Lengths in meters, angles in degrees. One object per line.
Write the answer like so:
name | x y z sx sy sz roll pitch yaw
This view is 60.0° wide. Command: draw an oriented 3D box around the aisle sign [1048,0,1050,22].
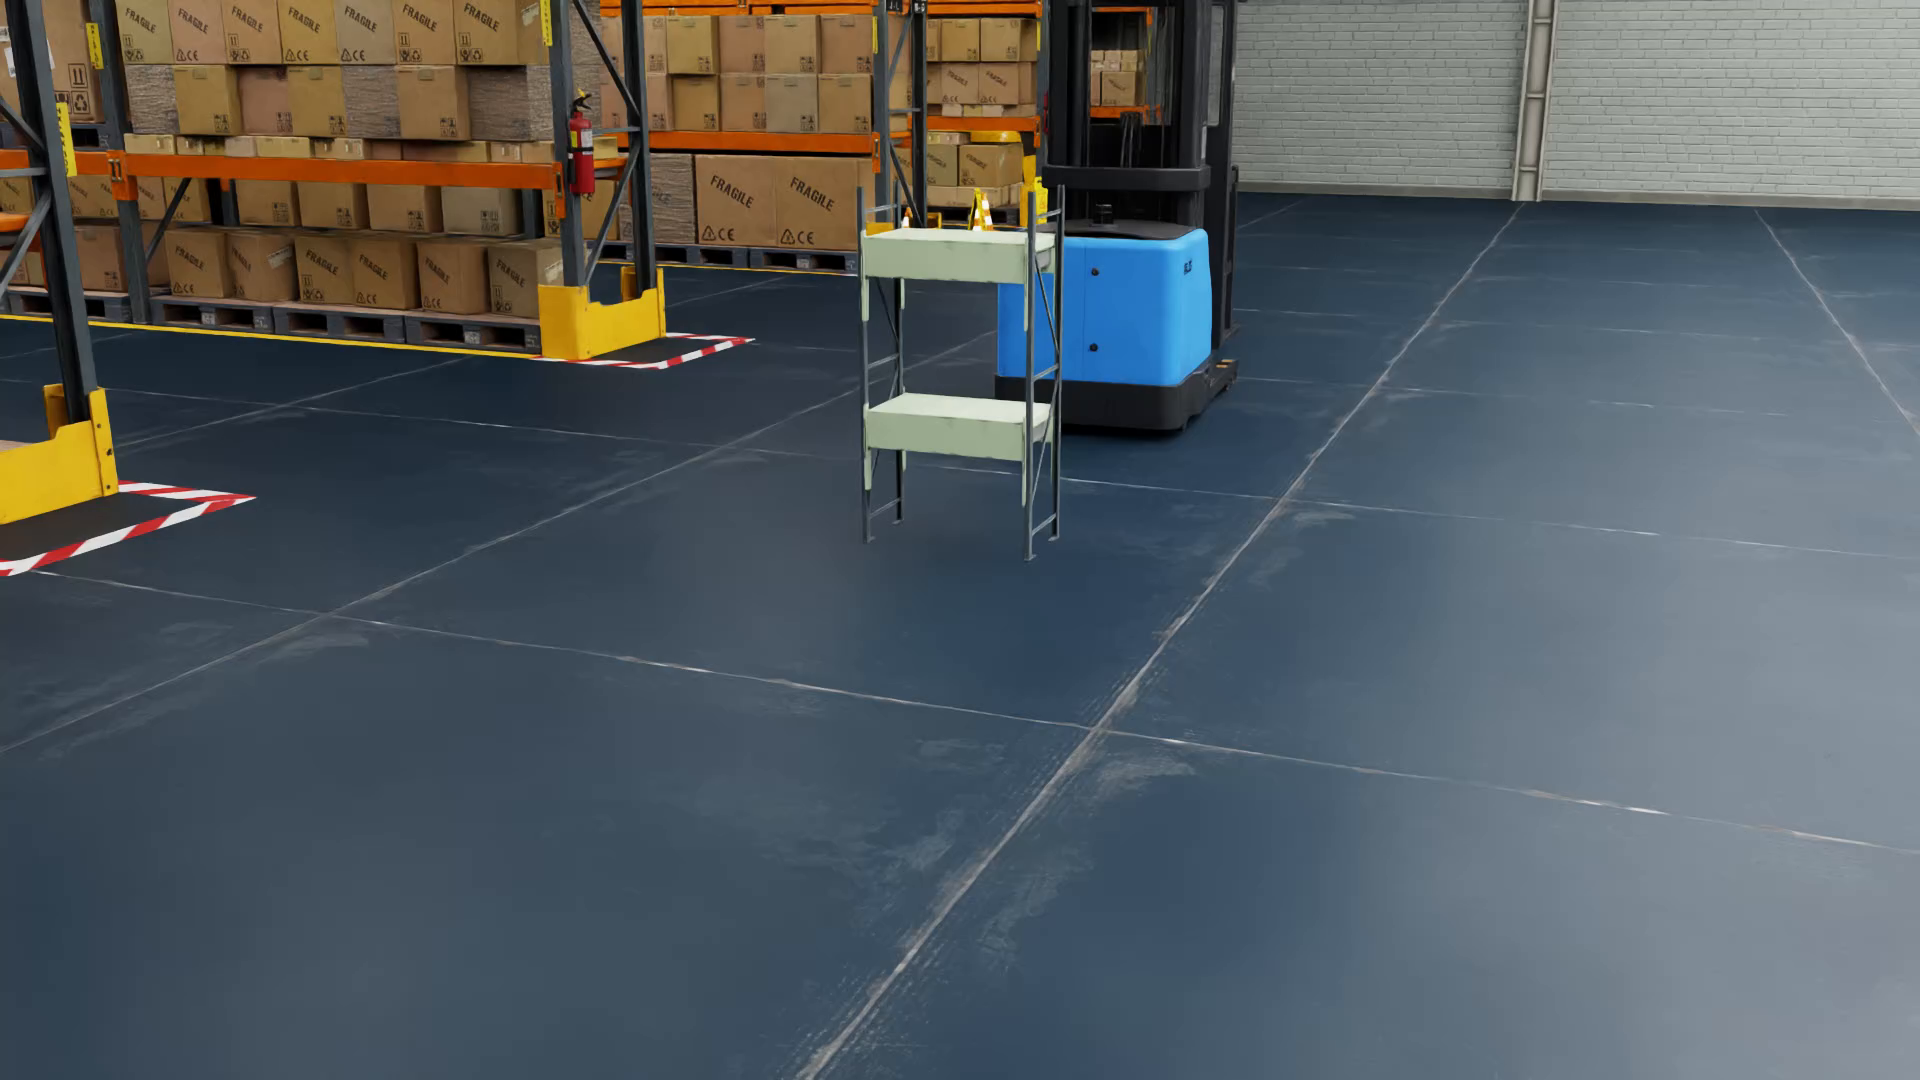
aisle sign | 1.108 -6.570 19.762 0.004 0.787 0.394 6 17 21

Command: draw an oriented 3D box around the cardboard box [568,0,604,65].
cardboard box | -2.891 -3.631 11.795 0.500 0.500 0.500 6 17 21

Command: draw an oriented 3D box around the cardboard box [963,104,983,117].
cardboard box | 0.223 -5.294 20.481 0.250 0.149 0.380 6 17 20

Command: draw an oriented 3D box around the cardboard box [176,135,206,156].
cardboard box | -5.641 -2.974 12.489 0.250 0.149 0.380 6 17 21

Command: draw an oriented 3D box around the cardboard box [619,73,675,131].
cardboard box | -2.960 -4.420 16.748 0.550 0.550 0.875 6 17 21

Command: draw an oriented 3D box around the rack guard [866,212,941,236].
rack guard | -0.544 -2.906 16.288 0.348 0.500 1.175 6 17 21

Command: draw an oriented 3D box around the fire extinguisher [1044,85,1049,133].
fire extinguisher | 1.094 -5.235 19.965 0.183 0.674 0.296 6 17 21

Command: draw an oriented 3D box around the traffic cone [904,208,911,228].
traffic cone | -0.539 -3.314 17.757 0.334 0.463 0.336 6 17 21

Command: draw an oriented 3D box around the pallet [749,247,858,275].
pallet | -1.338 -2.832 16.549 1.213 0.211 1.003 6 17 21

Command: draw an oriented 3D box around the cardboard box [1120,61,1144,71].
cardboard box | 2.549 -7.013 24.609 0.250 0.149 0.380 7 17 21

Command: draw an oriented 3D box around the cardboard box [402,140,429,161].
cardboard box | -3.749 -2.792 11.861 0.250 0.149 0.380 6 17 21

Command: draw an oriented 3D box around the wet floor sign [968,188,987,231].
wet floor sign | 0.188 -3.489 18.035 0.232 0.644 0.267 3 17 11

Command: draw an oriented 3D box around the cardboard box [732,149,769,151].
cardboard box | -3.282 -6.439 27.478 0.625 0.625 0.875 7 18 22

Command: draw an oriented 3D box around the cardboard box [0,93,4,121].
cardboard box | -7.847 -3.647 13.417 0.637 0.503 0.797 8 18 26

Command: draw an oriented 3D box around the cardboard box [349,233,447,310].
cardboard box | -4.199 -2.024 12.495 0.500 0.500 0.500 8 18 26

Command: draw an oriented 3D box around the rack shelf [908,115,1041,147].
rack shelf | -0.704 -5.262 21.211 4.000 0.370 1.077 6 17 21

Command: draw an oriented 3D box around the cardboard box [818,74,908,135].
cardboard box | -0.928 -4.207 16.017 0.550 0.550 0.875 6 17 21

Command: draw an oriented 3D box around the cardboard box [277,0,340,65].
cardboard box | -4.476 -3.651 11.864 0.500 0.500 0.500 6 17 21

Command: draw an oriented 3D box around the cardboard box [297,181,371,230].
cardboard box | -6.660 -3.875 18.422 0.750 0.750 1.050 7 17 21

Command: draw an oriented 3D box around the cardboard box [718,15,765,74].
cardboard box | -1.913 -4.873 16.372 0.550 0.550 0.875 6 17 21

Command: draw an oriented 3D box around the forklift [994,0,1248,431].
forklift | 1.137 -2.369 10.076 1.130 2.935 3.031 5 17 18

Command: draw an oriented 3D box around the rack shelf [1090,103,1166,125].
rack shelf | 1.114 -6.550 25.647 4.000 0.370 1.077 6 17 21

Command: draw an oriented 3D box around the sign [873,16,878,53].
sign | -0.778 -4.640 15.274 0.005 0.325 0.100 6 17 21

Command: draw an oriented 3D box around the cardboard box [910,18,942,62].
cardboard box | -0.379 -6.149 20.469 0.500 0.500 0.700 6 17 20

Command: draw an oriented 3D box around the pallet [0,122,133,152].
pallet | -6.858 -3.266 13.388 1.213 0.211 1.003 6 17 21

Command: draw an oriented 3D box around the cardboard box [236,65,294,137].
cardboard box | -4.851 -3.286 12.399 0.500 0.500 0.875 6 17 21

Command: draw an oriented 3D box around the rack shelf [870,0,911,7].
rack shelf | -2.426 -5.409 16.335 4.000 0.370 1.077 6 17 21

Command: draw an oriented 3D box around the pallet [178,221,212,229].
pallet | -8.734 -3.669 19.432 1.213 0.211 1.003 6 17 21

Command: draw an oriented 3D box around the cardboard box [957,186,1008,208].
cardboard box | 0.283 -4.300 20.783 0.500 0.250 0.500 6 17 20

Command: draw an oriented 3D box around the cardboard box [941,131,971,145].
cardboard box | -0.051 -4.991 20.654 0.250 0.149 0.380 7 18 22

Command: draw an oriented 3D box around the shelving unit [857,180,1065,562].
shelving unit | 0.006 -0.720 6.962 0.755 1.500 0.431 6 17 21

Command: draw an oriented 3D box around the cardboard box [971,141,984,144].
cardboard box | -0.003 -4.854 21.346 0.500 0.500 0.500 6 17 19

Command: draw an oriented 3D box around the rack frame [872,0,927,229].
rack frame | -0.566 -4.109 15.948 0.127 3.000 1.000 6 17 21

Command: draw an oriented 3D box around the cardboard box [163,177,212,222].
cardboard box | -8.716 -3.928 19.055 0.500 0.500 0.500 6 17 20

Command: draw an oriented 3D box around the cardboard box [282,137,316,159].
cardboard box | -4.711 -2.872 12.136 0.250 0.149 0.380 6 17 21

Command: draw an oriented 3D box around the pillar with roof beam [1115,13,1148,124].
pillar with roof beam | 1.078 -8.761 21.210 0.400 9.000 9.100 6 17 21

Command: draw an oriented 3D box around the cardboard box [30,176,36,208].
cardboard box | -10.646 -4.140 19.784 0.500 0.500 0.500 7 18 23

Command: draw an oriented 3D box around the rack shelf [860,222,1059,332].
rack shelf | 0.006 -1.094 6.853 0.720 0.370 0.431 6 17 21

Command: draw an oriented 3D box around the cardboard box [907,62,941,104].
cardboard box | -0.378 -5.683 20.655 0.500 0.500 0.500 6 17 20

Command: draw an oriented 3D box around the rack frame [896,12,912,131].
rack frame | -0.747 -7.100 26.251 0.127 3.000 1.000 6 17 21

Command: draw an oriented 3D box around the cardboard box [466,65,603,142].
cardboard box | -2.981 -3.087 11.715 0.500 0.500 0.875 6 17 21

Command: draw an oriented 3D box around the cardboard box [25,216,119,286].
cardboard box | -7.201 -2.375 13.670 0.500 0.500 0.700 6 17 20

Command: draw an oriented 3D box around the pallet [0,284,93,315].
pallet | -8.064 -2.107 14.052 1.213 0.211 1.003 6 17 21

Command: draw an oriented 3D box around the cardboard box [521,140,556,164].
cardboard box | -2.821 -2.688 11.504 0.250 0.149 0.380 6 17 21

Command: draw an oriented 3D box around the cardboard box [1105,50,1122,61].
cardboard box | 2.323 -7.193 24.693 0.250 0.149 0.380 6 17 21

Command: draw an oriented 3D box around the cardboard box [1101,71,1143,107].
cardboard box | 2.420 -6.721 24.766 0.500 0.500 0.500 6 17 19

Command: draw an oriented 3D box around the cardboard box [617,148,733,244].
cardboard box | -2.888 -3.526 16.997 0.875 0.875 0.875 6 17 21

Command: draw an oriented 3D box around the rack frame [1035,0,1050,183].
rack frame | 1.156 -5.403 20.406 0.127 3.000 1.000 6 17 21
